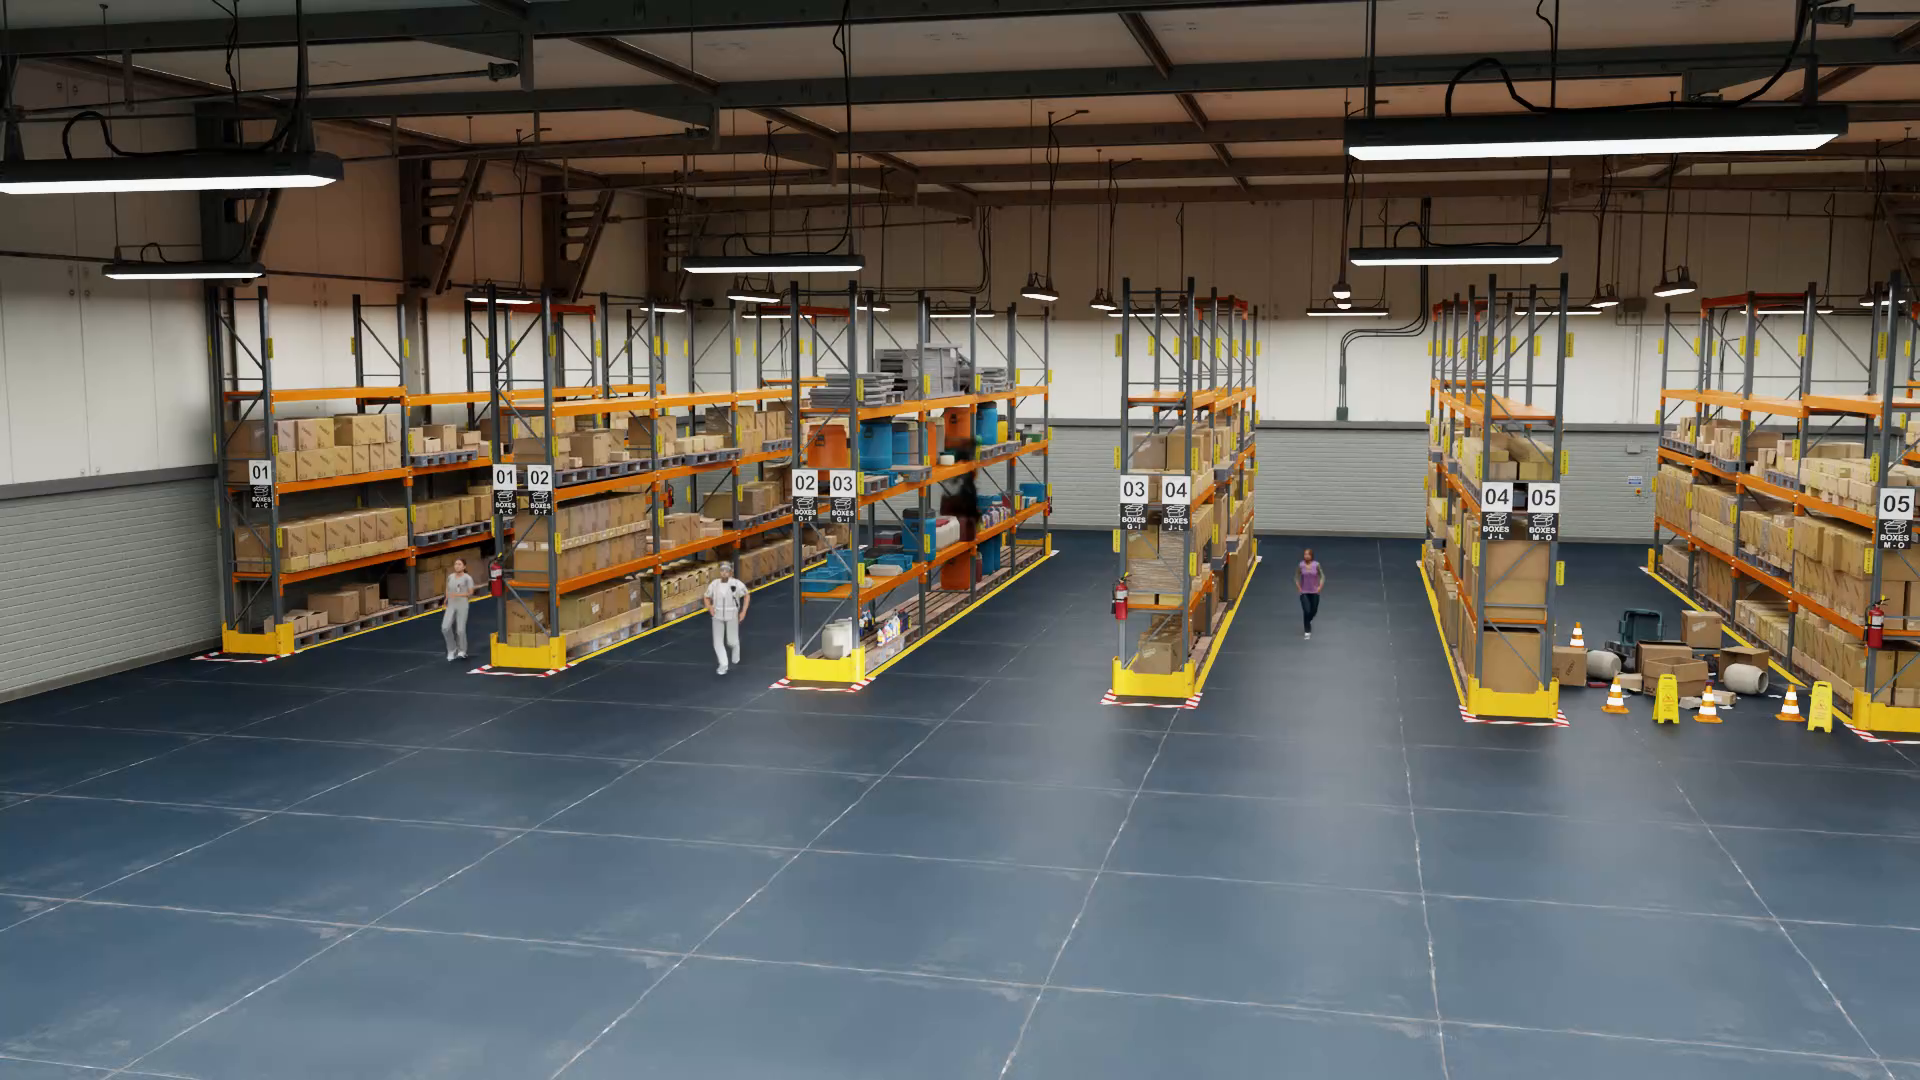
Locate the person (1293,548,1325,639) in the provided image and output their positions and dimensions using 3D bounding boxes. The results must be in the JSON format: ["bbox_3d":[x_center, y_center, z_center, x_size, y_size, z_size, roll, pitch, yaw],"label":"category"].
[{"bbox_3d":[6.062,0.921,28.916,0.537,1.568,0.506,1,7,11],"label":"person"}]

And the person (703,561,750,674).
[{"bbox_3d":[-3.626,1.192,25.781,0.715,1.745,0.568,0,7,-1],"label":"person"}]

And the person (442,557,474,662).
[{"bbox_3d":[-8.080,1.113,26.763,0.537,1.671,0.616,1,7,5],"label":"person"}]
